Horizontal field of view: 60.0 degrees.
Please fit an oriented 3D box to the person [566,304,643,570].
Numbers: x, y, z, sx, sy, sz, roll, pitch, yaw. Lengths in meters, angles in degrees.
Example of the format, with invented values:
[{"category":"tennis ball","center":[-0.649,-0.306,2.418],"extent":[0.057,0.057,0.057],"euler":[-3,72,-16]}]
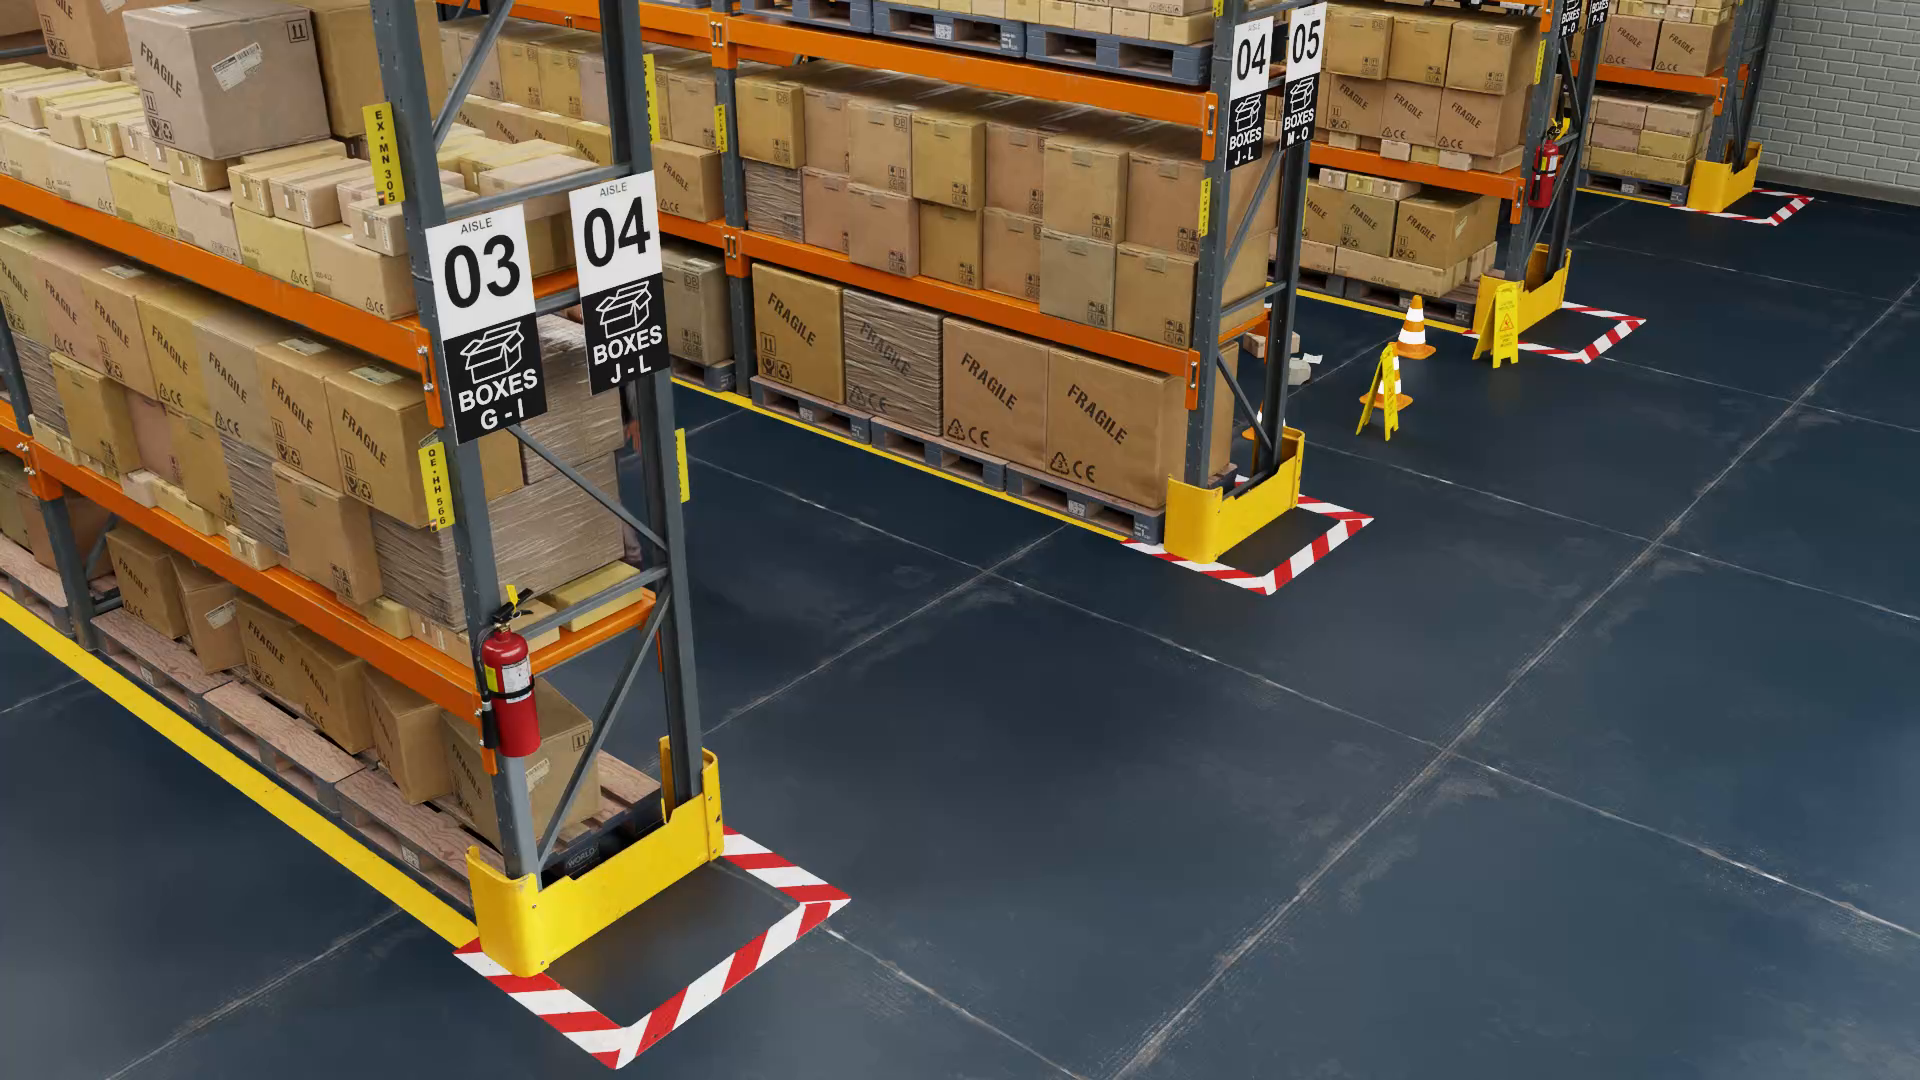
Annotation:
[{"category":"person","center":[-2.234,-0.697,9.986],"extent":[0.567,1.666,1.058],"euler":[-23,35,-37]}]
